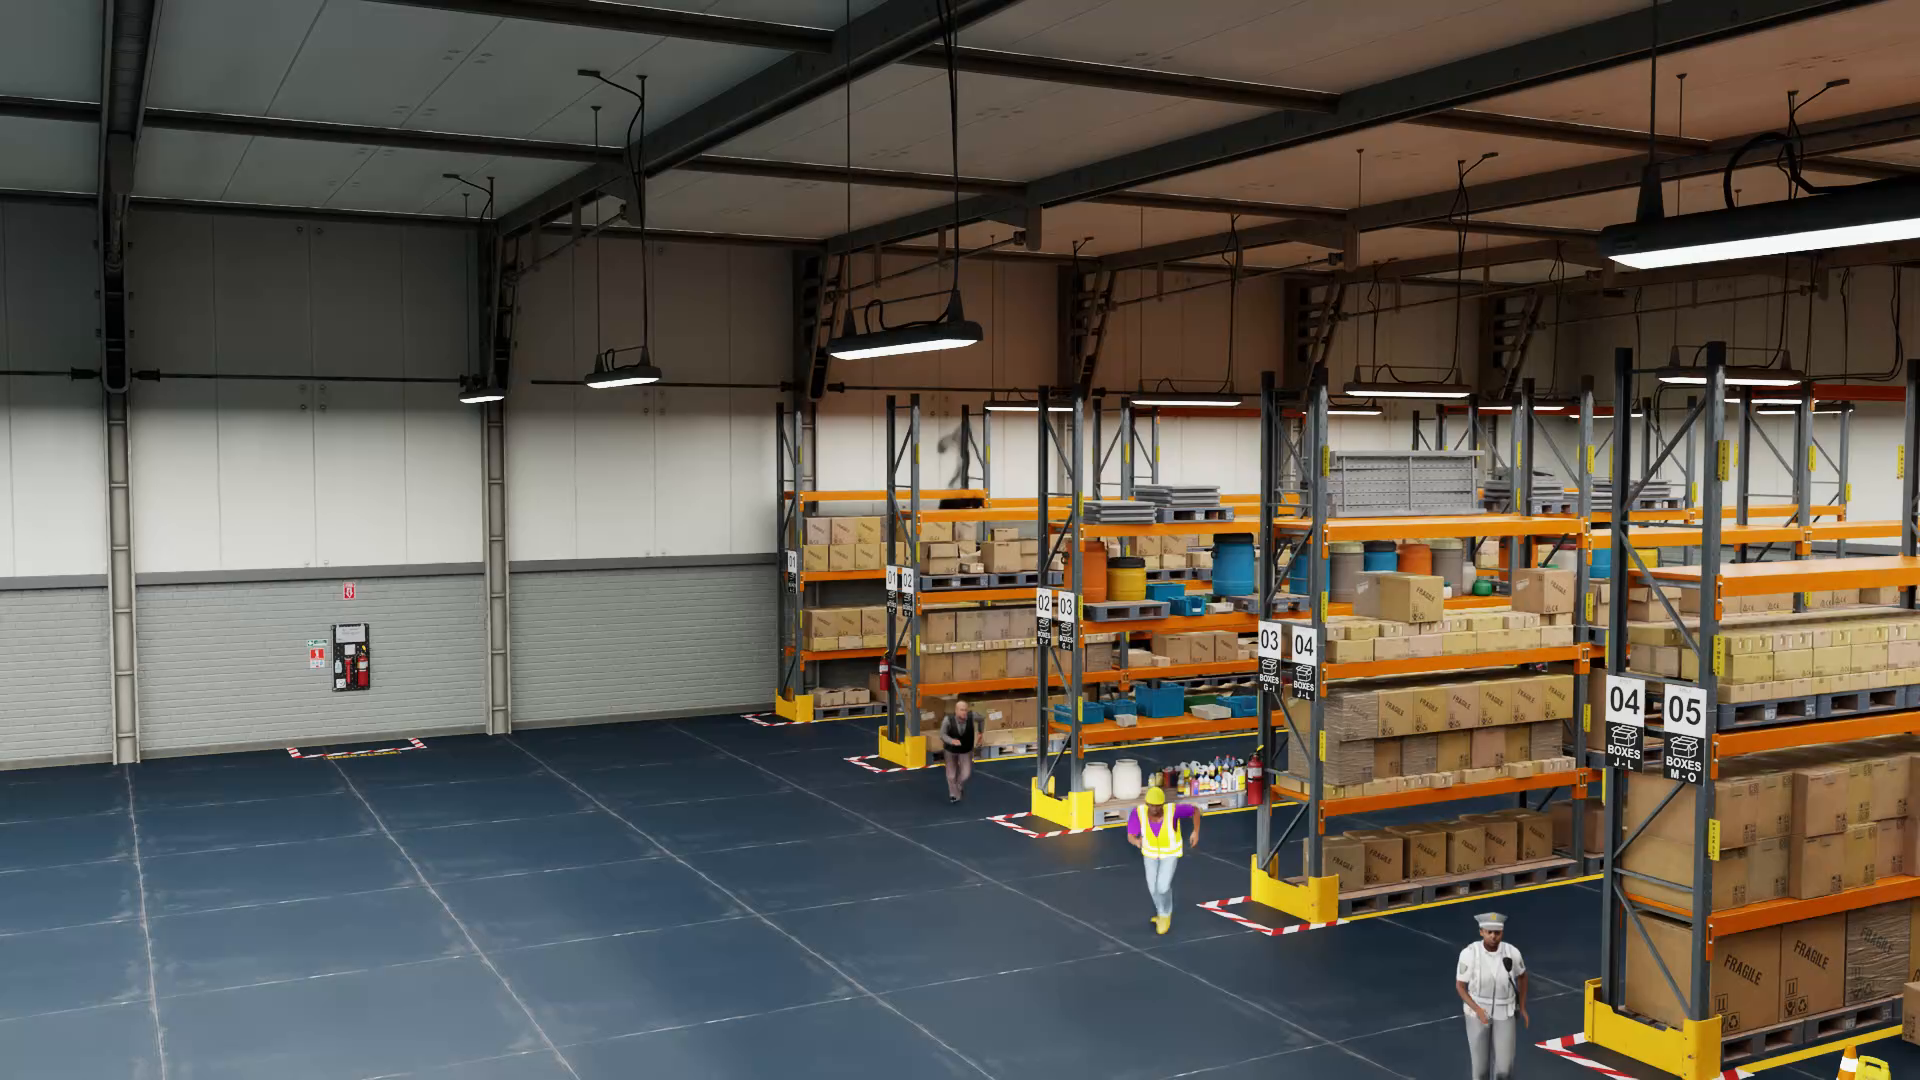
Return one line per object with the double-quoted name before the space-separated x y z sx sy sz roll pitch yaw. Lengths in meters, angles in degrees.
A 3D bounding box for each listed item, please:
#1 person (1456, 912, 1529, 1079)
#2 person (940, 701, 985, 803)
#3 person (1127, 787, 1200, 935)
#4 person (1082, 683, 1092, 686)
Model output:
"person" 4.042 3.626 12.641 0.530 1.644 0.600 1 3 10
"person" 0.037 3.038 23.776 0.687 1.551 0.887 -1 3 -9
"person" 2.144 3.362 17.527 0.734 1.632 0.938 1 3 18
"person" 2.299 2.570 30.596 0.760 1.733 0.669 -2 4 -30
